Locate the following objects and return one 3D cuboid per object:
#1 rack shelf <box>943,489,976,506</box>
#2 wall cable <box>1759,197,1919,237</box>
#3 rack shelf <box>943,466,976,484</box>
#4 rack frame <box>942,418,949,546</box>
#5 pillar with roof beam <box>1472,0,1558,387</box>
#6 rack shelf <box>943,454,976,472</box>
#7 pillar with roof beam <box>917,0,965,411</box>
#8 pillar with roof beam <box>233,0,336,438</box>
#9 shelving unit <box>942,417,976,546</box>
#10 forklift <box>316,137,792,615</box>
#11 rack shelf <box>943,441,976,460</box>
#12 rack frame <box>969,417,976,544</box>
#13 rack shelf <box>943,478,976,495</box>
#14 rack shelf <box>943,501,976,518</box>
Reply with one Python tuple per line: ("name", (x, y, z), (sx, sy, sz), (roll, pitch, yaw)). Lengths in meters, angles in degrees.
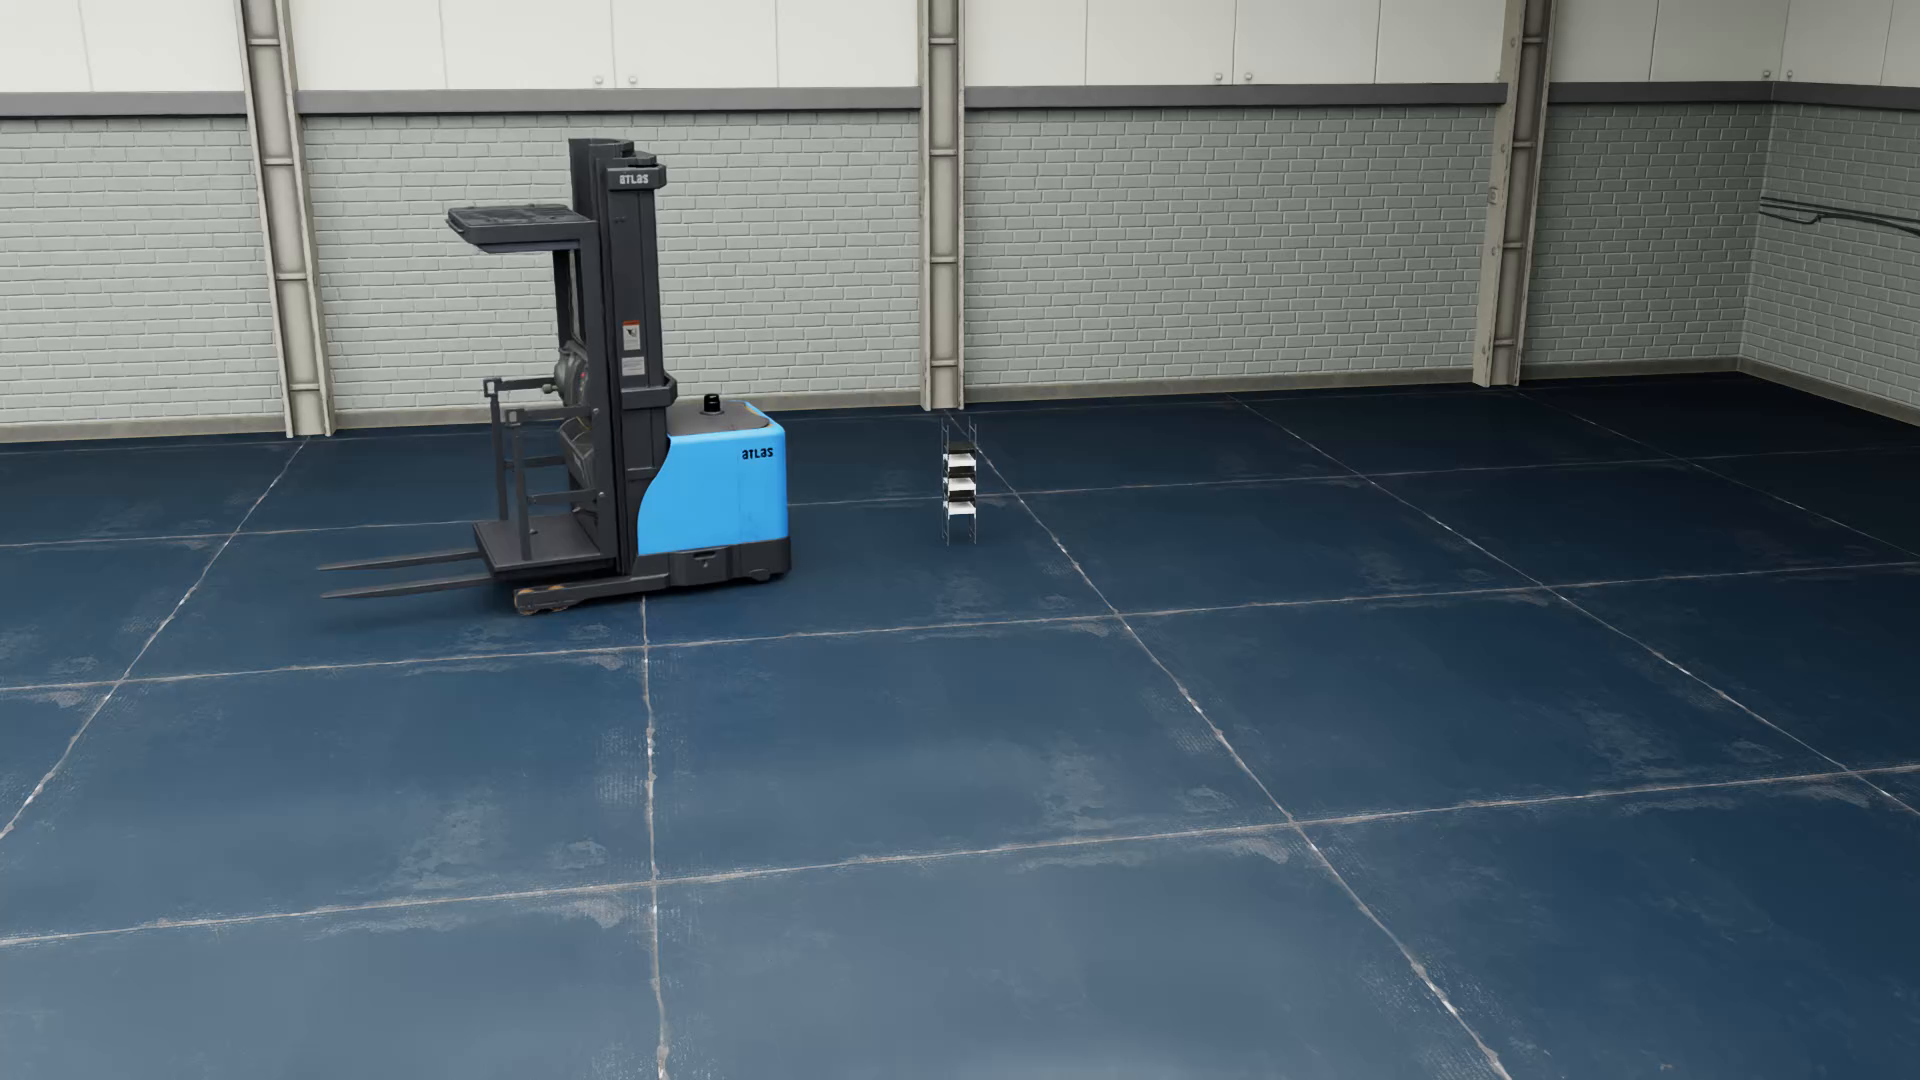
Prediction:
("rack shelf", (-0.008, -0.312, 12.214), (0.200, 0.077, 0.258), (-3, 17, -10))
("wall cable", (8.855, -4.271, 16.181), (0.112, 2.526, 3.097), (-3, 17, -10))
("rack shelf", (-0.008, -0.484, 12.162), (0.200, 0.077, 0.258), (-3, 17, -10))
("rack frame", (-0.108, -0.424, 12.160), (0.006, 0.900, 0.240), (-3, 17, -10))
("pillar with roof beam", (6.529, -4.732, 12.391), (0.400, 9.000, 9.100), (-3, 17, -10))
("rack shelf", (-0.008, -0.570, 12.135), (0.200, 0.077, 0.258), (-3, 17, -10))
("pillar with roof beam", (0.638, -4.398, 11.303), (0.400, 9.000, 9.100), (-3, 17, -10))
("pillar with roof beam", (-5.253, -4.063, 10.215), (0.400, 9.000, 9.100), (-3, 17, -10))
("shelving unit", (-0.008, -0.430, 12.178), (0.210, 0.900, 0.258), (-3, 17, -10))
("forklift", (-2.726, -1.092, 10.875), (3.031, 2.935, 1.130), (-7, 18, -22))
("rack shelf", (-0.008, -0.656, 12.109), (0.200, 0.077, 0.258), (-3, 17, -10))
("rack frame", (0.092, -0.435, 12.197), (0.006, 0.900, 0.240), (-3, 17, -10))
("rack shelf", (-0.008, -0.398, 12.188), (0.200, 0.077, 0.258), (-3, 17, -10))
("rack shelf", (-0.008, -0.226, 12.241), (0.200, 0.077, 0.258), (-3, 17, -10))
